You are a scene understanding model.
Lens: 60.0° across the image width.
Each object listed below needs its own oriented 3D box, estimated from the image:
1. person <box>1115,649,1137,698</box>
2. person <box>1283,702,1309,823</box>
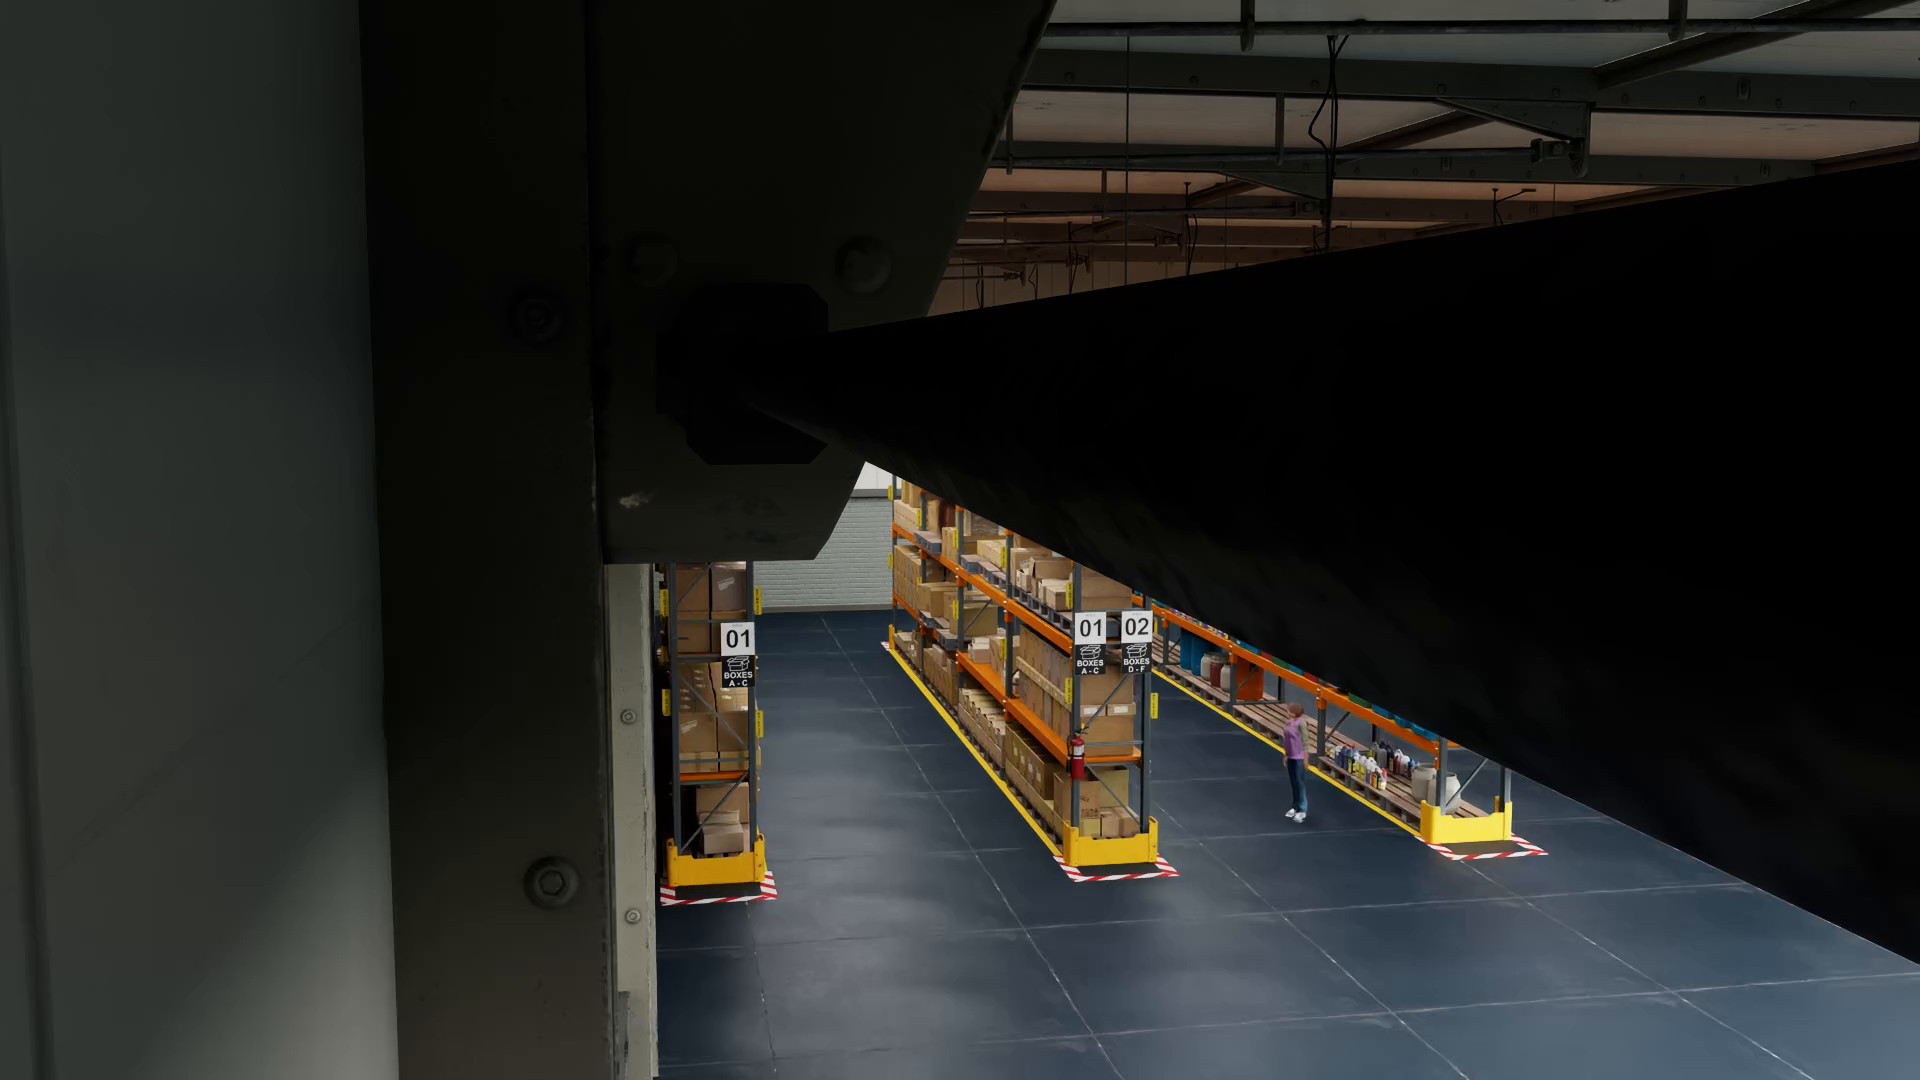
[{"bbox_3d":[2.588,2.525,27.088,0.389,1.808,0.626,-3,7,-29],"label":"person"},{"bbox_3d":[4.660,3.075,23.031,0.347,1.593,0.520,-2,6,-18],"label":"person"}]
